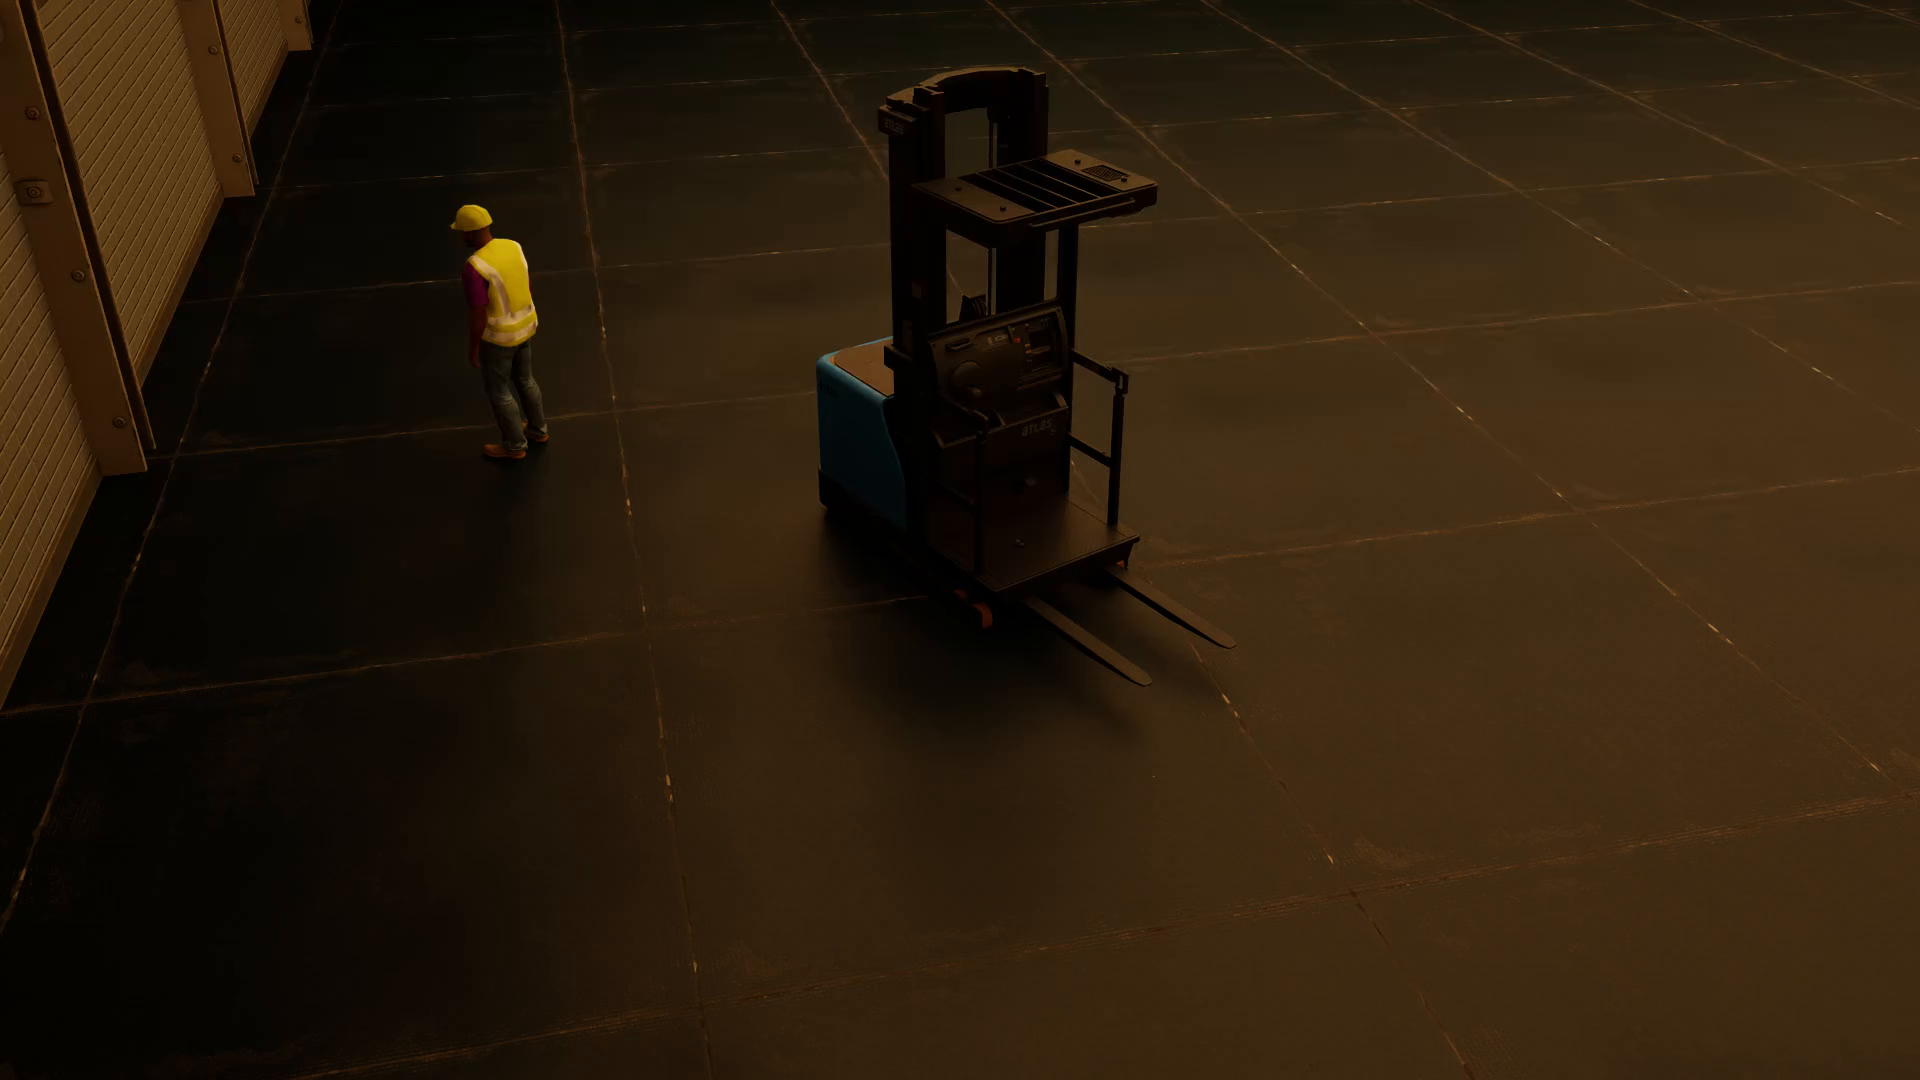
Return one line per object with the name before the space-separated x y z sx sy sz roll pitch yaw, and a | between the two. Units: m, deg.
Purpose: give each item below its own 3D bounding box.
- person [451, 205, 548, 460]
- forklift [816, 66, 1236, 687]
person | -3.086 -1.400 11.165 0.463 1.760 0.631 12 32 20
forklift | 0.355 -1.021 9.338 1.130 2.935 3.031 -20 35 -30
